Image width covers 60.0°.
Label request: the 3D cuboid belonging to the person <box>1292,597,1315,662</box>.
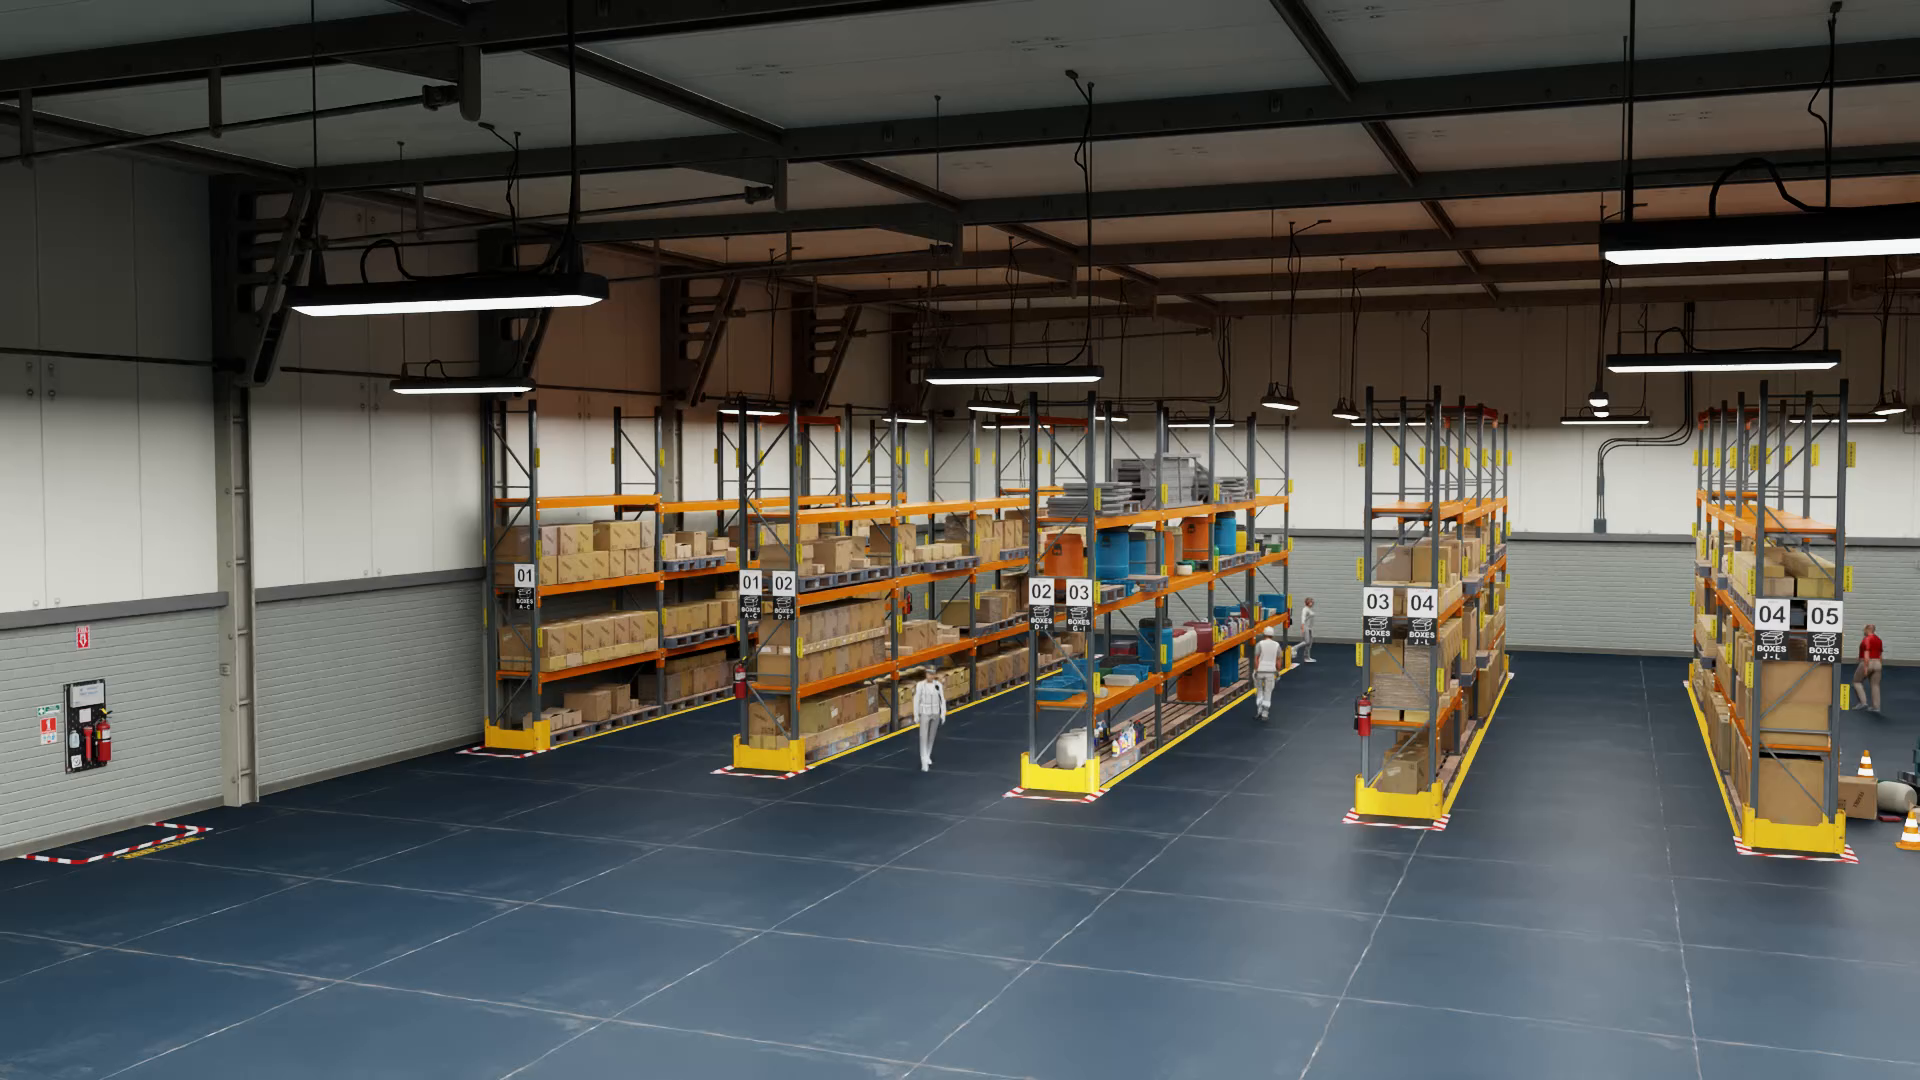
[{"bbox_3d":[8.428,2.199,40.715,0.533,1.576,0.473,2,3,36],"label":"person"}]

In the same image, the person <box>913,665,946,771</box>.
[{"bbox_3d":[-0.476,2.835,26.809,0.522,1.648,0.784,-1,3,-20],"label":"person"}]

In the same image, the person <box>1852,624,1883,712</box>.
[{"bbox_3d":[17.941,2.524,32.734,0.549,1.722,0.555,0,3,-3],"label":"person"}]

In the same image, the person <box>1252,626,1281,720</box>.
[{"bbox_3d":[5.857,2.563,31.734,0.520,1.826,0.548,1,3,17],"label":"person"}]
